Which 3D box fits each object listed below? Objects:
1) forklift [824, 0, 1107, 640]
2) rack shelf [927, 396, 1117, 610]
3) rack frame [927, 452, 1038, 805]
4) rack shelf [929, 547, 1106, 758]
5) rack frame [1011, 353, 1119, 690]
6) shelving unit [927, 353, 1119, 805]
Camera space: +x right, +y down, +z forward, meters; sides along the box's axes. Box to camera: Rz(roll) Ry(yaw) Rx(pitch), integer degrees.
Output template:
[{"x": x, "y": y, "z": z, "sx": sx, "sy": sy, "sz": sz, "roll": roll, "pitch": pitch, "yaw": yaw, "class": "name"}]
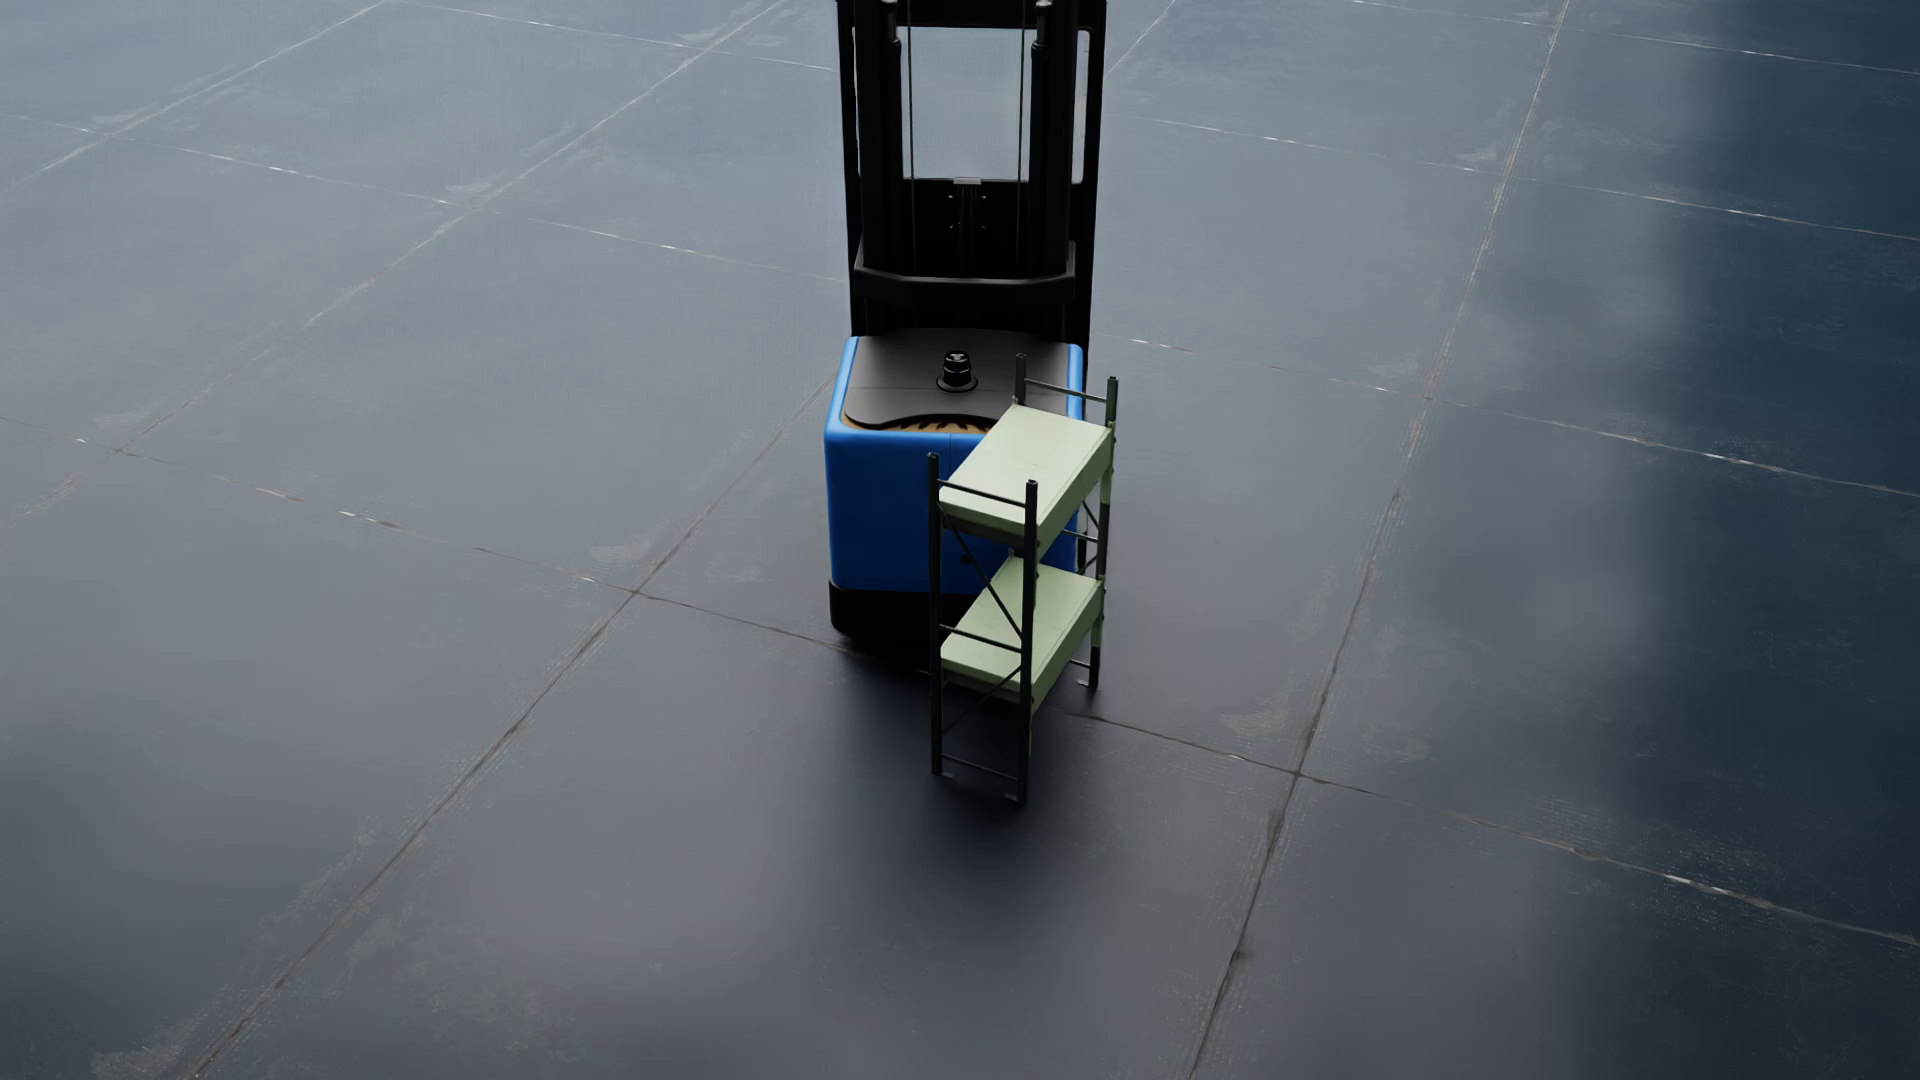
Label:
[{"x": 0.065, "y": -1.597, "z": 7.438, "sx": 1.130, "sy": 2.935, "sz": 3.031, "roll": 2, "pitch": 37, "yaw": 3, "class": "forklift"}, {"x": 0.232, "y": -0.150, "z": 6.046, "sx": 0.431, "sy": 0.370, "sz": 0.720, "roll": 16, "pitch": 40, "yaw": 20, "class": "rack shelf"}, {"x": 0.073, "y": 0.360, "z": 6.015, "sx": 0.400, "sy": 1.500, "sz": 0.023, "roll": 16, "pitch": 40, "yaw": 20, "class": "rack frame"}, {"x": 0.232, "y": 0.424, "z": 6.474, "sx": 0.431, "sy": 0.370, "sz": 0.720, "roll": 16, "pitch": 40, "yaw": 20, "class": "rack shelf"}, {"x": 0.391, "y": -0.034, "z": 6.543, "sx": 0.400, "sy": 1.500, "sz": 0.023, "roll": 16, "pitch": 40, "yaw": 20, "class": "rack frame"}, {"x": 0.232, "y": 0.163, "z": 6.279, "sx": 0.431, "sy": 1.500, "sz": 0.755, "roll": 16, "pitch": 40, "yaw": 20, "class": "shelving unit"}]
